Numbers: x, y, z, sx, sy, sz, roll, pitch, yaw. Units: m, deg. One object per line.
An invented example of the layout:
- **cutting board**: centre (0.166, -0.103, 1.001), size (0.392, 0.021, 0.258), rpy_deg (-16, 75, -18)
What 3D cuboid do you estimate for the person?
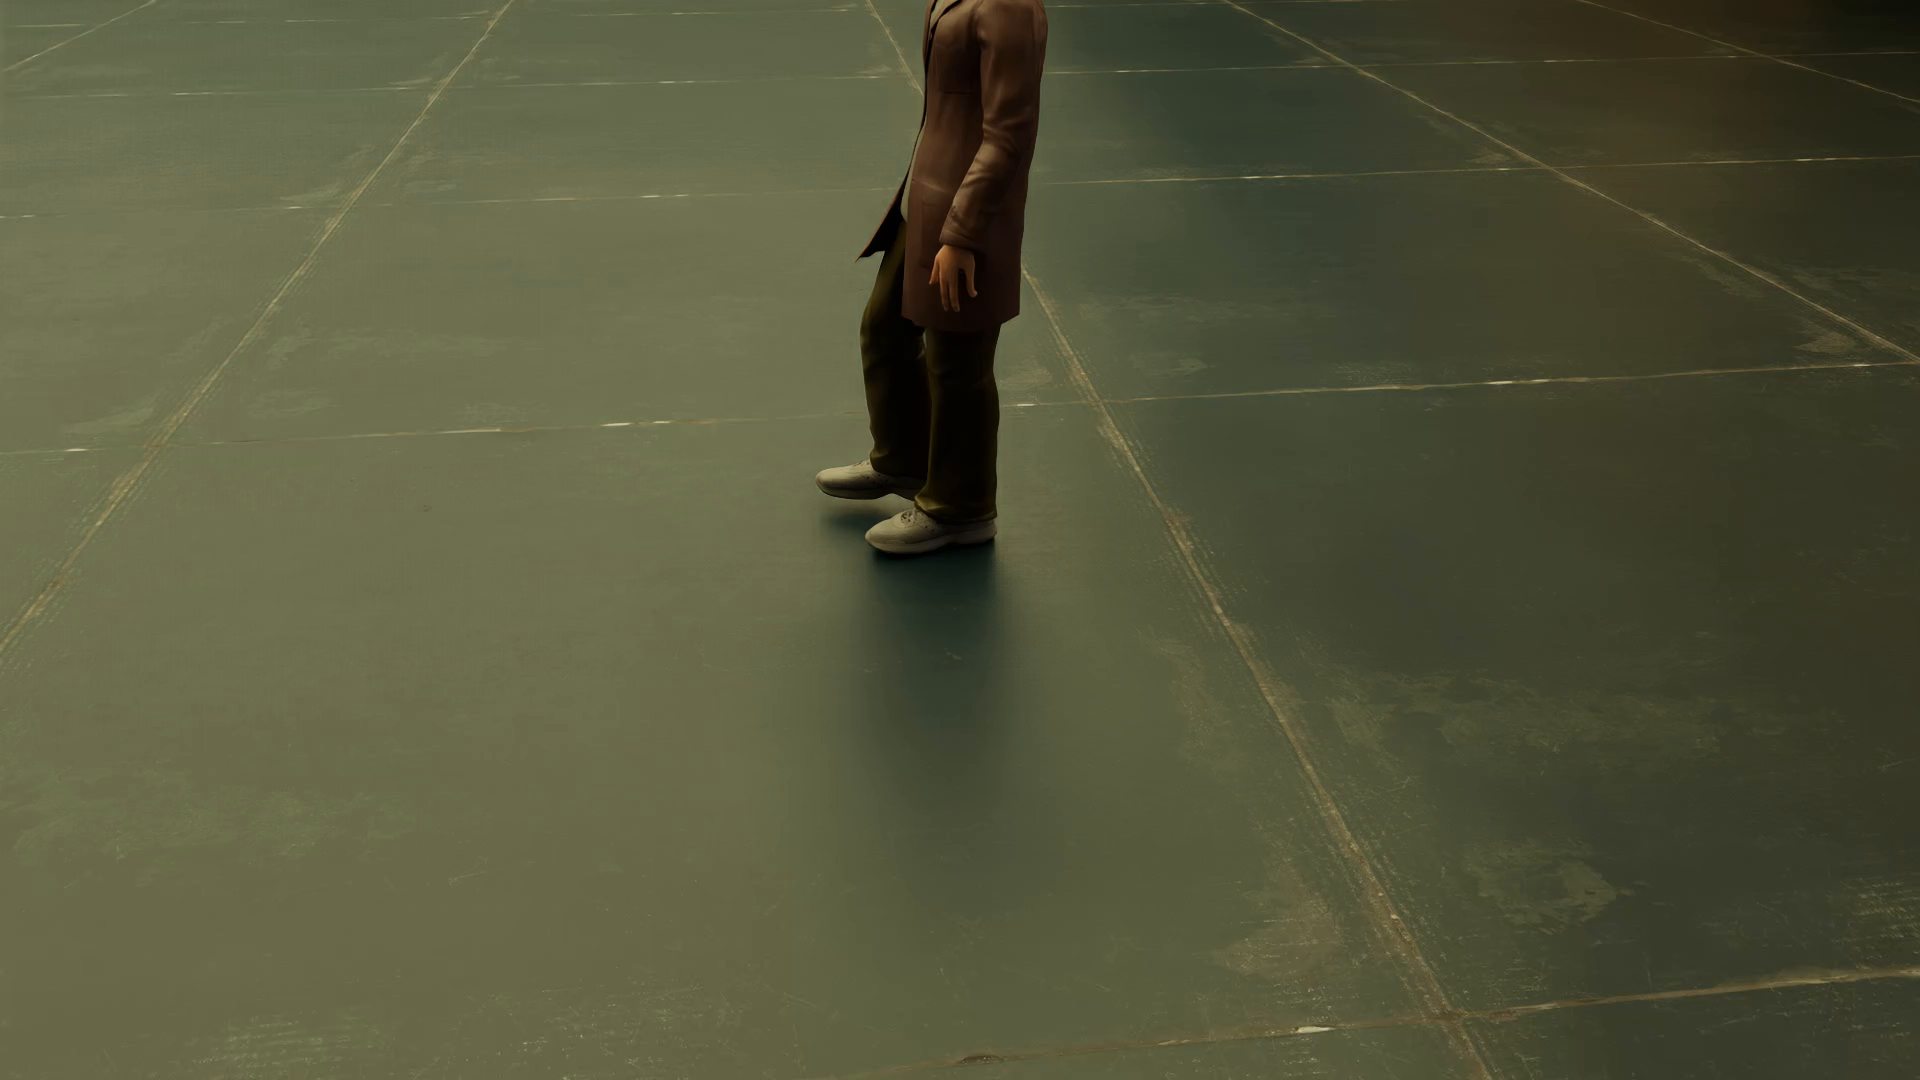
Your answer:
- **person**: centre (-0.092, -0.804, 4.209), size (0.580, 1.777, 0.698), rpy_deg (-3, 26, -7)
